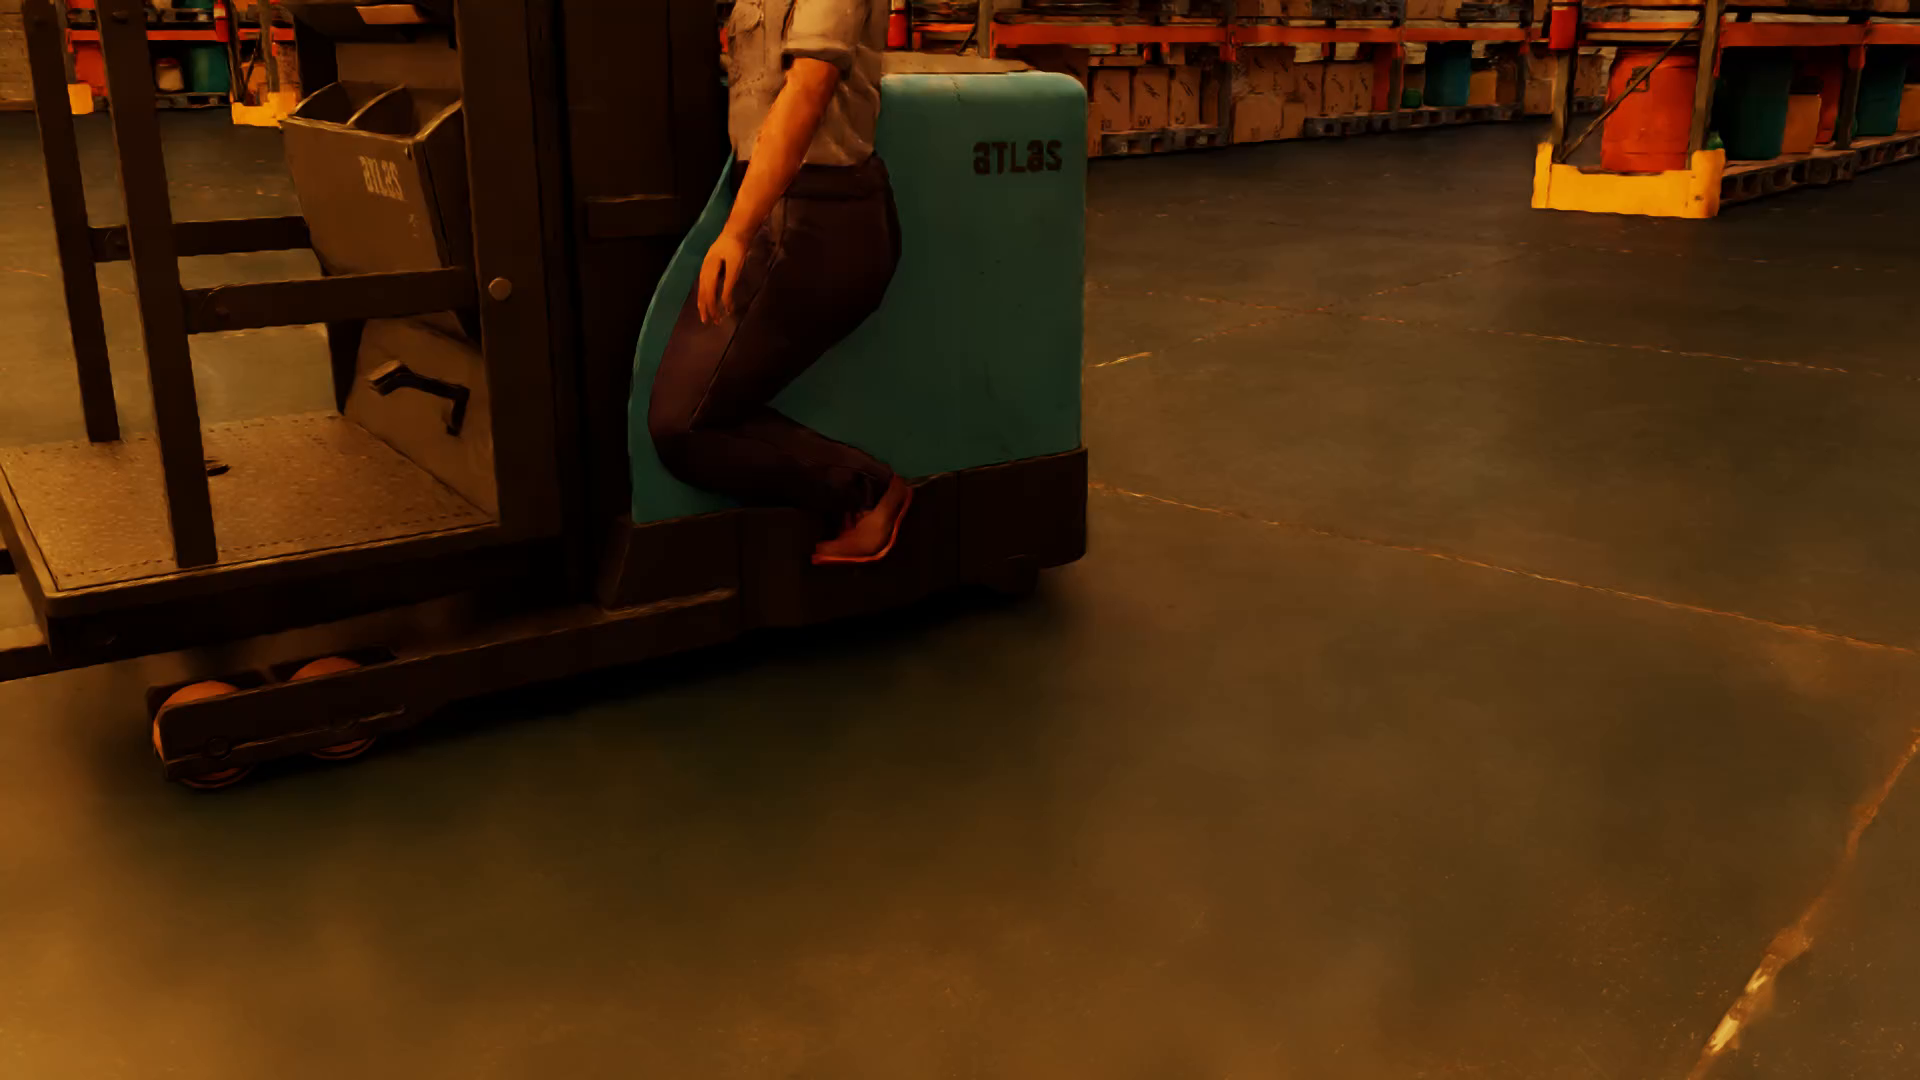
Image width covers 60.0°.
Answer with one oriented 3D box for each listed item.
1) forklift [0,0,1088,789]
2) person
[{"bbox_3d":[-1.238,-1.182,2.791,3.031,2.935,1.130,-11,20,-32],"label":"forklift"},{"bbox_3d":[-0.409,-0.571,3.063,0.650,1.581,0.725,1,17,2],"label":"person"}]
